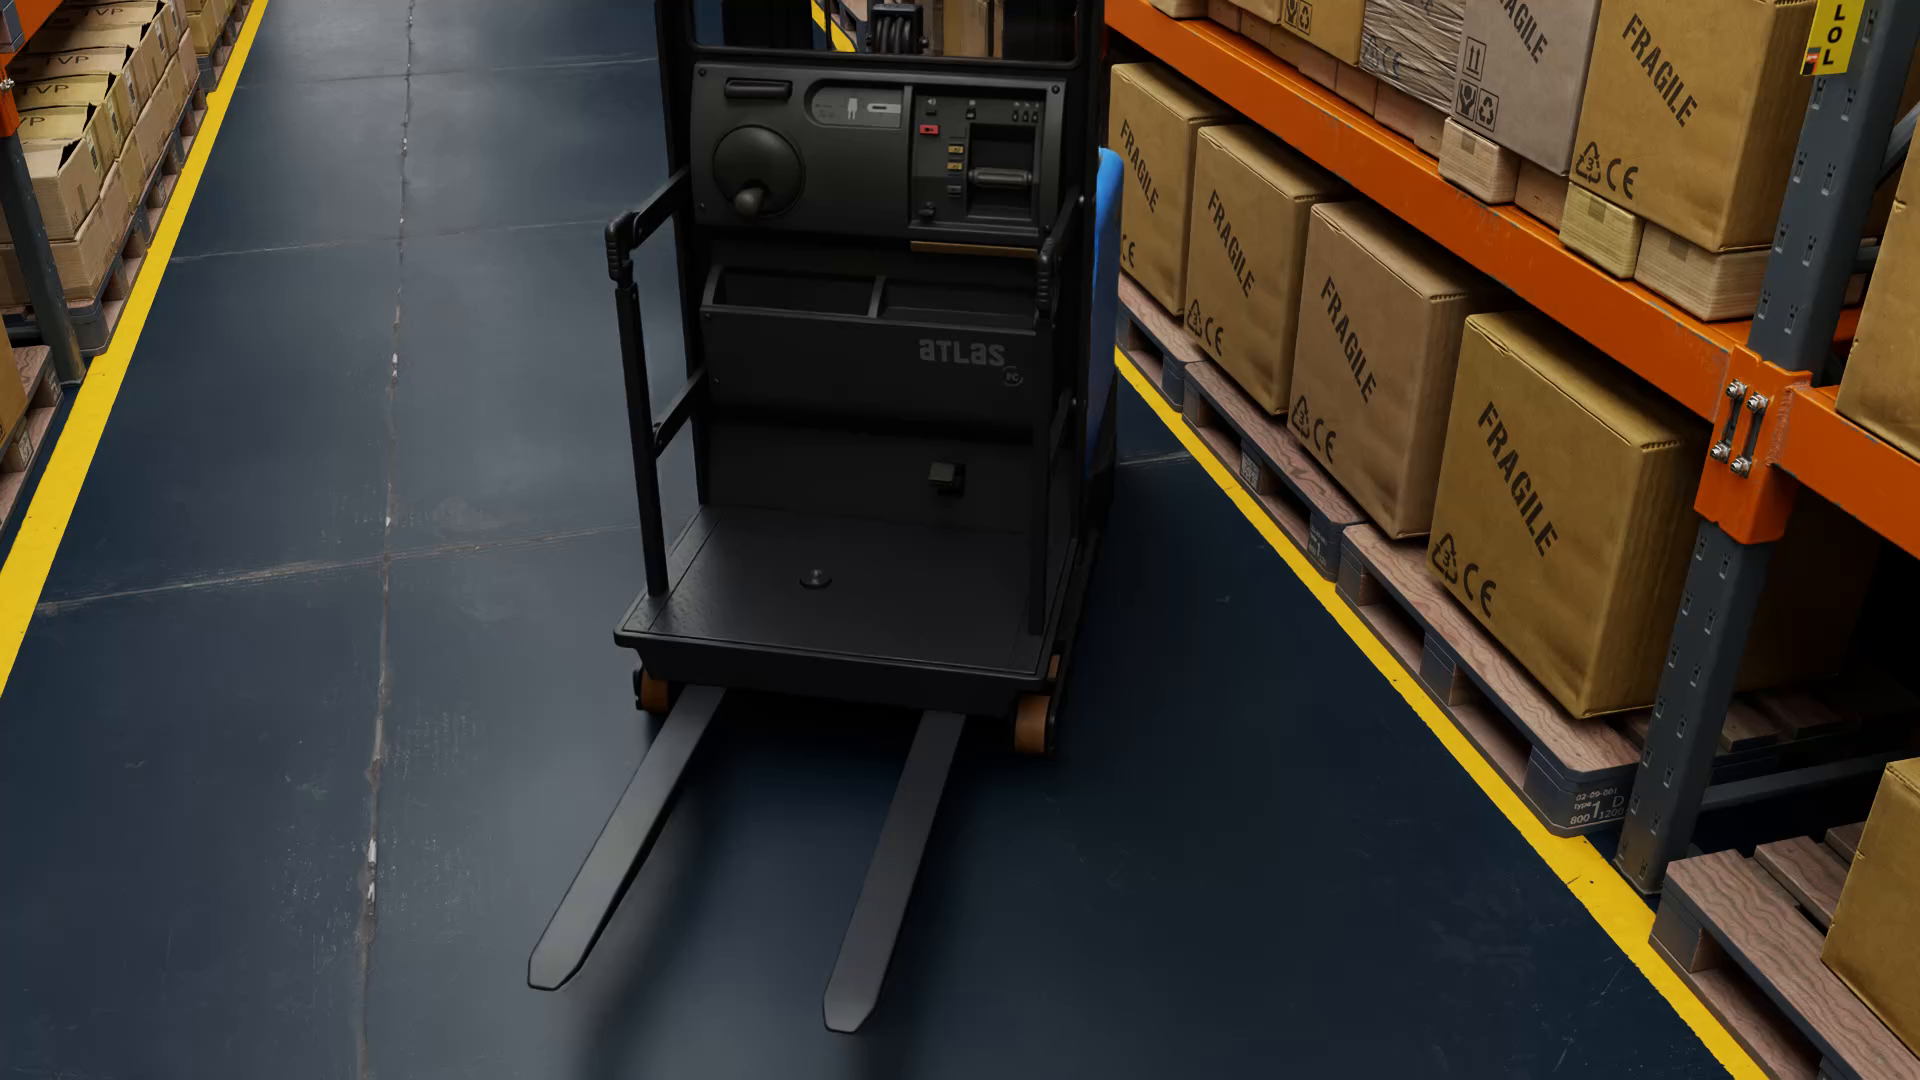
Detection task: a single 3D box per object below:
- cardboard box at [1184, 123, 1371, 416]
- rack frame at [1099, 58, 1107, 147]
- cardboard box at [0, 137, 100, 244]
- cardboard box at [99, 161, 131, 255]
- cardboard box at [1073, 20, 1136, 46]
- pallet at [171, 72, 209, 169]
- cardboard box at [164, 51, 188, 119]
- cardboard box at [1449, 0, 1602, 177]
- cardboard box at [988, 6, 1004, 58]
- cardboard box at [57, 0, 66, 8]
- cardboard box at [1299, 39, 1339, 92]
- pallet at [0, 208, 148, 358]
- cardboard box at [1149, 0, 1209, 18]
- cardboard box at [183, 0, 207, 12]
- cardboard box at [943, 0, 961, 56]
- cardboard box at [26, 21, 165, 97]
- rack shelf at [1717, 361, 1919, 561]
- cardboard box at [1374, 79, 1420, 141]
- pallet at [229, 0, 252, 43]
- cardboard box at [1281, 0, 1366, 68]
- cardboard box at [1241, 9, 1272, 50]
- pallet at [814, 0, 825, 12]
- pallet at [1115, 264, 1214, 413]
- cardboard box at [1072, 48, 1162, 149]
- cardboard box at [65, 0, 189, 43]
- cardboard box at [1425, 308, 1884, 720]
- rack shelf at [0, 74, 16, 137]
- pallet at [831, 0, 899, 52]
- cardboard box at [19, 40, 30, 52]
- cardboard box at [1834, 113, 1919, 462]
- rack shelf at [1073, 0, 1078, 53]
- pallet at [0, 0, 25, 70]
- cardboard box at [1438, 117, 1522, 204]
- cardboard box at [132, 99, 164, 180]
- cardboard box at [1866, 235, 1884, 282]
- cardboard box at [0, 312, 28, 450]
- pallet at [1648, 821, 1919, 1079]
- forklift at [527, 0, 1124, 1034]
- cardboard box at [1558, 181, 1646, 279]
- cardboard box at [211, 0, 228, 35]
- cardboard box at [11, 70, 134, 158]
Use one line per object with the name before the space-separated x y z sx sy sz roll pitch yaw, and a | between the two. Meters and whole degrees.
cardboard box | 1.270 -0.955 5.632 0.750 0.750 0.750 -8 31 -14
rack frame | 0.975 -2.500 6.575 1.000 3.000 0.127 -8 31 -13
cardboard box | -3.656 -1.366 6.382 0.500 0.311 0.500 -7 31 -12
cardboard box | -3.790 -1.366 6.941 0.500 0.250 0.500 -9 31 -15
cardboard box | 0.643 -2.558 7.982 0.500 0.250 0.500 -7 31 -12
pallet | -4.629 -2.214 8.864 1.003 0.211 1.213 -8 31 -13
cardboard box | -4.340 -2.357 8.653 0.500 0.250 0.500 -8 31 -14
cardboard box | 1.526 -1.183 3.883 0.500 0.500 0.500 -8 31 -13
cardboard box | 0.550 -2.450 8.545 0.700 0.500 0.500 -8 31 -14
cardboard box | -4.992 -2.773 8.813 0.500 0.311 0.500 -8 31 -13
cardboard box | 1.257 -1.471 5.028 0.380 0.149 0.250 -8 31 -13
pallet | -3.981 -1.036 6.828 1.003 0.211 1.213 -8 31 -13
cardboard box | 0.886 -1.948 5.852 0.380 0.149 0.250 -7 31 -12
cardboard box | -4.683 -3.353 9.626 0.500 0.500 0.500 -8 31 -13
cardboard box | 0.310 -2.944 9.399 0.700 0.500 0.500 -8 31 -14
cardboard box | -4.204 -2.357 8.093 0.500 0.311 0.500 -8 31 -13
rack shelf | 2.567 0.709 1.749 1.077 0.370 4.000 -8 31 -13
cardboard box | 1.379 -1.213 4.582 0.380 0.149 0.250 -9 31 -15
pallet | -5.360 -3.545 11.163 1.003 0.211 1.213 -8 31 -13
cardboard box | 1.264 -1.668 4.720 0.500 0.500 0.500 -7 31 -12
cardboard box | 1.149 -1.718 5.456 0.380 0.149 0.250 -7 31 -12
pallet | -0.626 -4.135 12.184 1.003 0.211 1.213 -8 31 -13
pallet | 1.112 -0.902 6.598 1.003 0.211 1.213 -8 31 -13
cardboard box | 0.734 -1.949 7.680 0.700 0.500 0.500 -7 31 -13
cardboard box | -4.478 -2.849 8.943 0.500 0.311 0.500 -8 31 -13
cardboard box | 1.739 -0.116 4.183 0.750 0.750 0.750 -7 31 -13
rack shelf | -3.269 -0.562 3.945 1.077 0.370 4.000 -8 31 -13
pallet | -0.299 -3.545 11.164 1.003 0.211 1.213 -8 31 -13
cardboard box | -4.726 -2.281 7.962 0.500 0.311 0.500 -9 31 -15
cardboard box | 2.165 -0.434 2.706 0.980 0.700 0.700 -7 31 -13
rack shelf | 0.444 -3.155 8.424 1.077 0.370 4.000 -8 31 -13
pallet | -3.552 -1.439 4.933 1.213 0.211 1.003 -8 31 -13
cardboard box | 1.432 -0.963 4.151 0.380 0.149 0.250 -8 31 -13
cardboard box | -4.070 -1.864 7.802 0.500 0.250 0.500 -7 31 -12
cardboard box | 2.139 -0.656 3.620 0.380 0.149 0.250 -9 31 -15
cardboard box | -3.325 -0.528 5.223 0.500 0.500 0.500 -7 31 -11
pallet | 2.163 1.016 3.283 1.003 0.211 1.213 -8 31 -13
forklift | -0.246 -0.910 3.896 1.130 2.935 3.031 5 30 9
cardboard box | 1.584 -0.713 3.717 0.380 0.149 0.250 -7 31 -12
cardboard box | -4.820 -3.270 10.230 0.500 0.250 0.500 -8 31 -13
cardboard box | -3.937 -1.865 7.244 0.500 0.311 0.500 -9 31 -15
